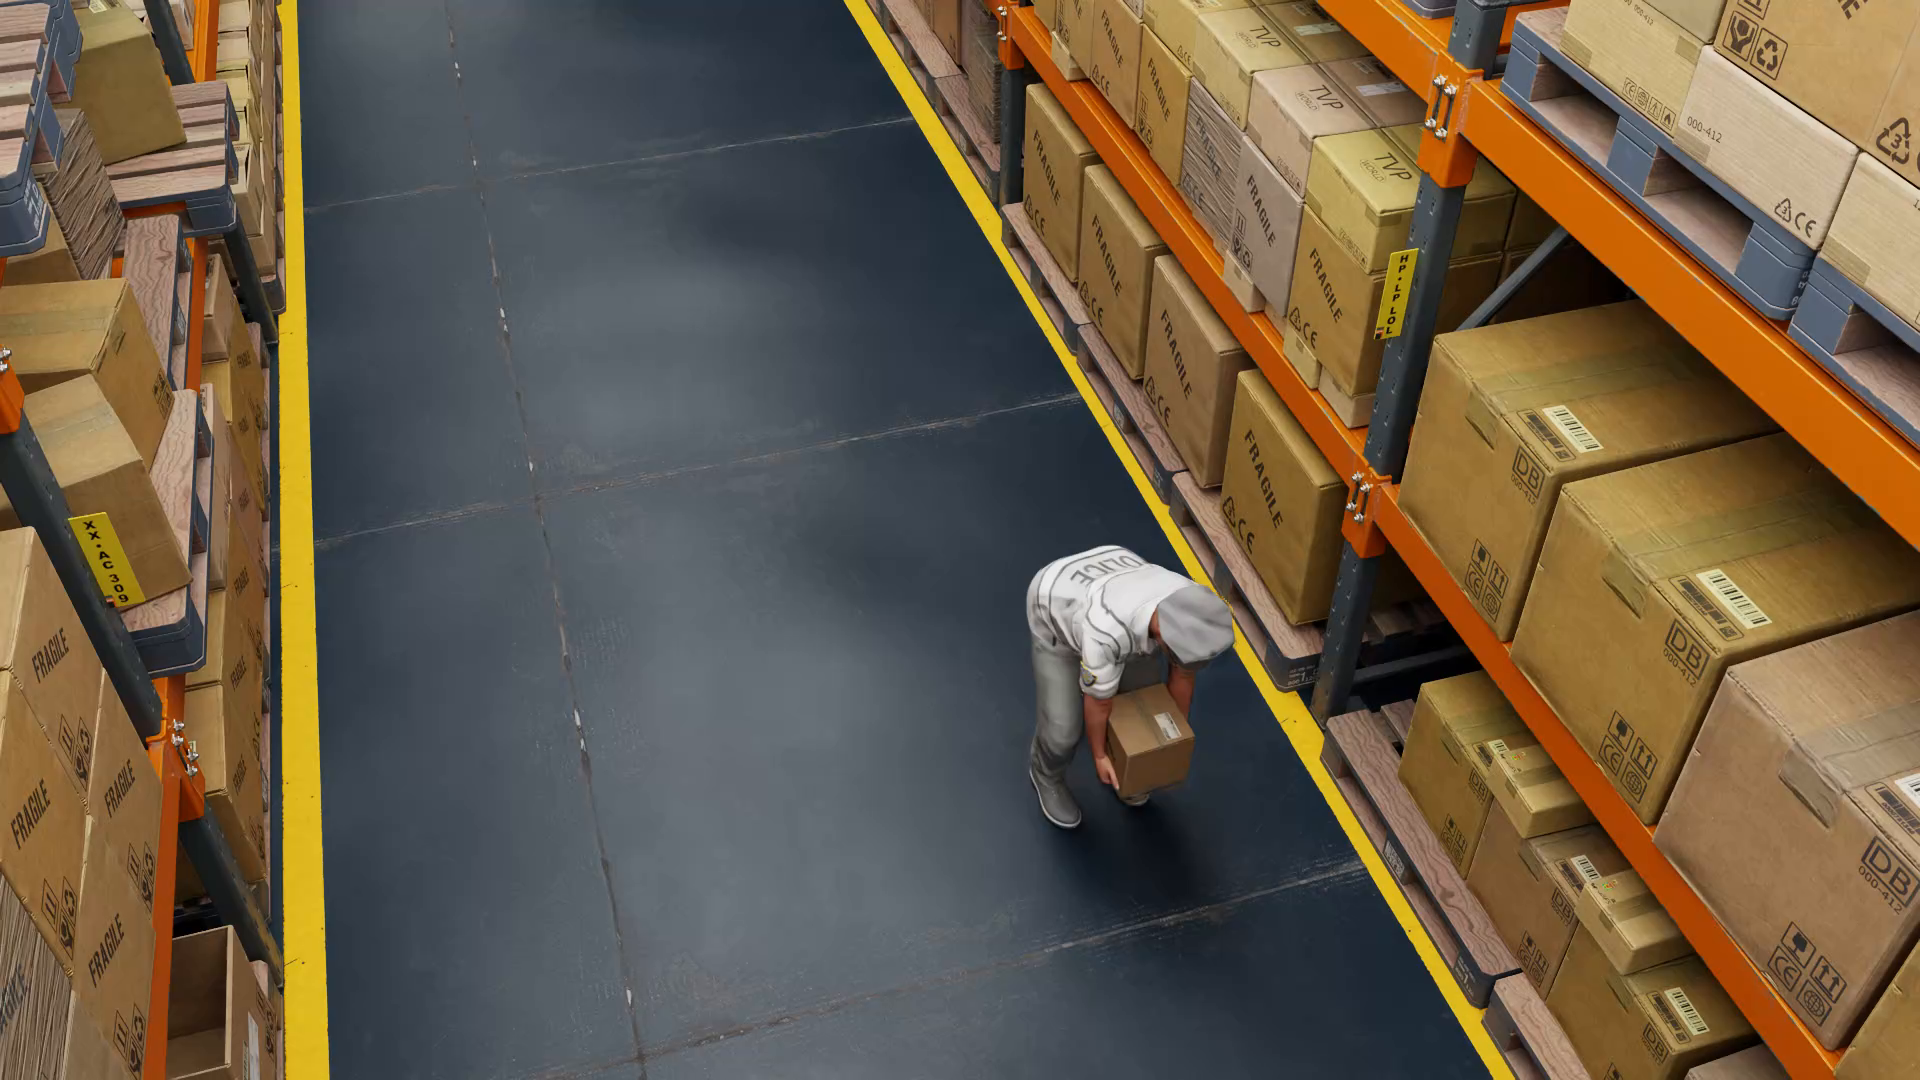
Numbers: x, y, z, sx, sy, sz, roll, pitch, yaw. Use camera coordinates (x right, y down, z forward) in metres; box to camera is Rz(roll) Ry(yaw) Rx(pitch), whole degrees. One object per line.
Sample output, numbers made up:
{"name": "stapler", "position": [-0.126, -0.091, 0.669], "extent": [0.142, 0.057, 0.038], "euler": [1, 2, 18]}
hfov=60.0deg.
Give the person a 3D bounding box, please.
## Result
{"name": "person", "position": [0.568, 0.535, 5.794], "extent": [0.485, 1.445, 0.932], "euler": [-17, 45, -18]}
